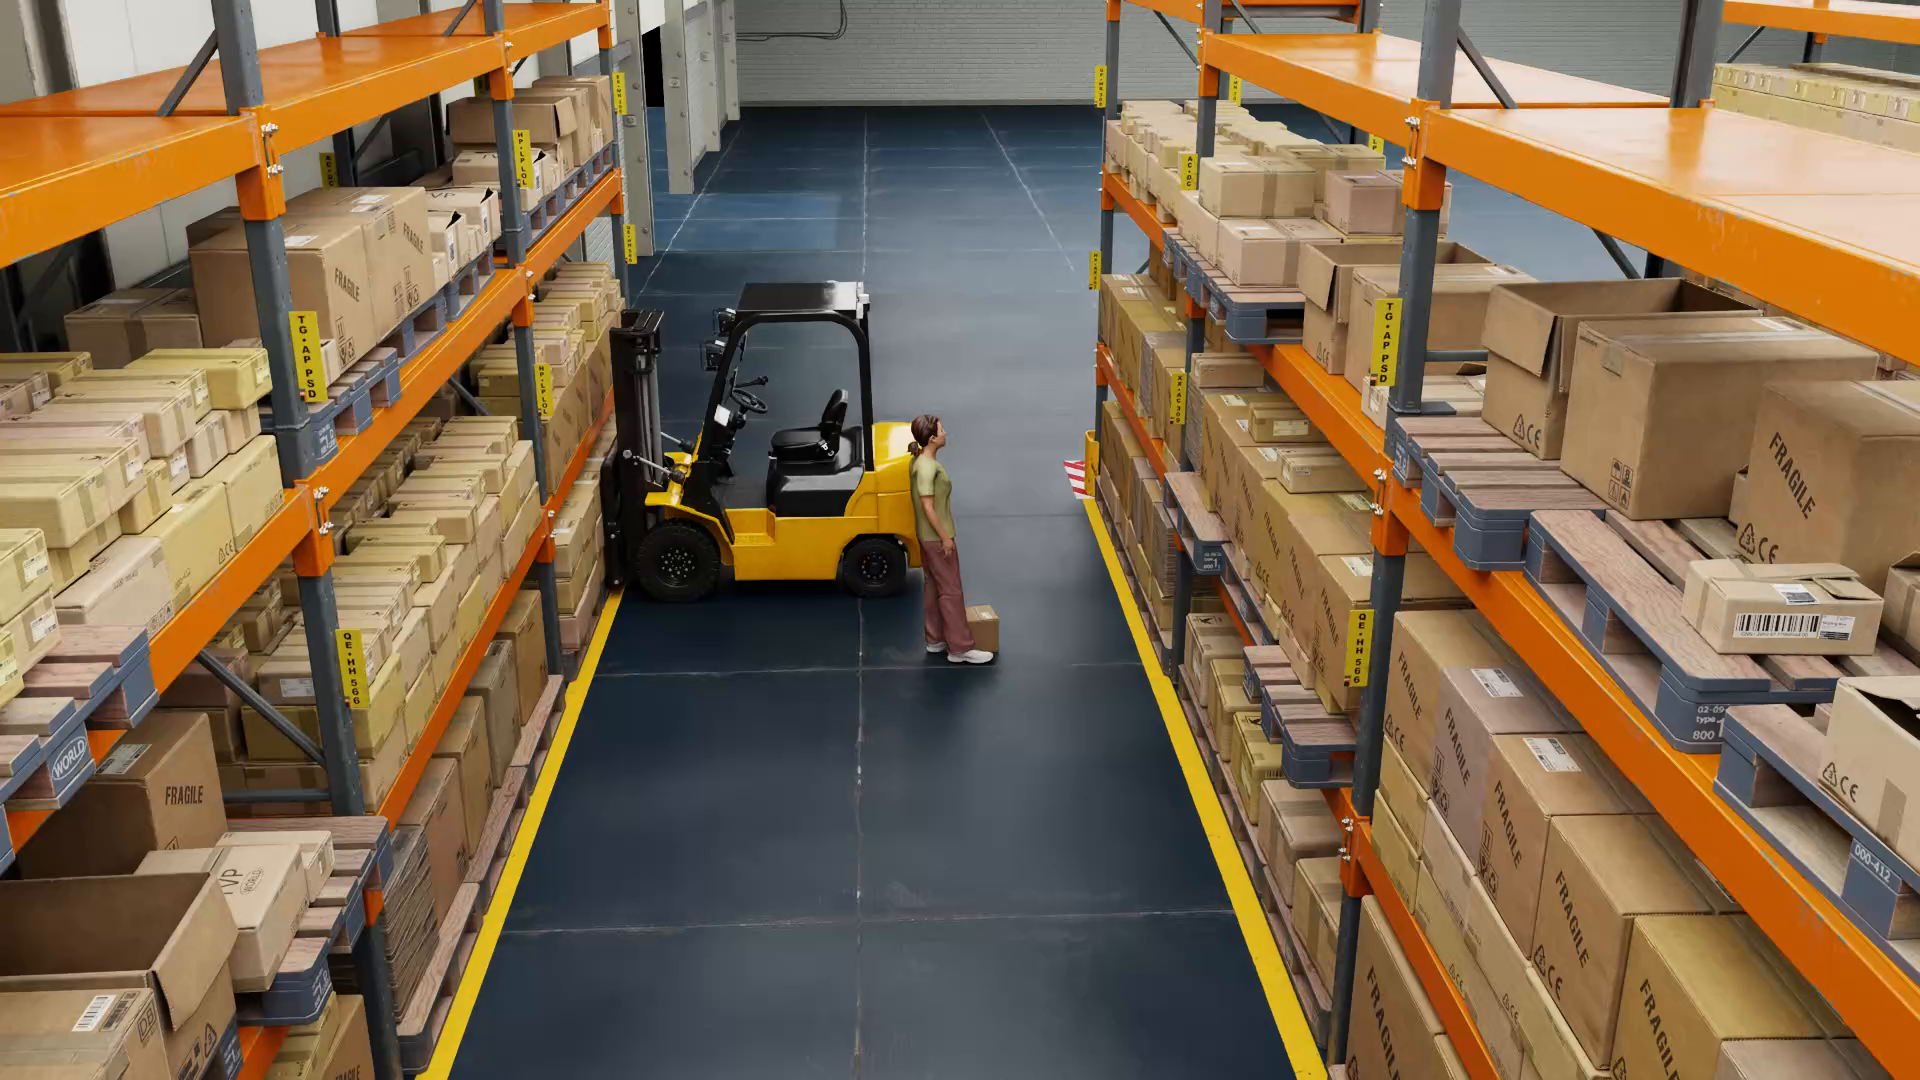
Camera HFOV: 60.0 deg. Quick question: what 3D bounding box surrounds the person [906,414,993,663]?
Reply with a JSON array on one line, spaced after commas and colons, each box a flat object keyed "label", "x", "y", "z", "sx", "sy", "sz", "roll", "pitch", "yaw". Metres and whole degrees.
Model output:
[{"label": "person", "x": -0.089, "y": -0.029, "z": 11.131, "sx": 0.548, "sy": 1.674, "sz": 0.552, "roll": -4, "pitch": 21, "yaw": -10}]
